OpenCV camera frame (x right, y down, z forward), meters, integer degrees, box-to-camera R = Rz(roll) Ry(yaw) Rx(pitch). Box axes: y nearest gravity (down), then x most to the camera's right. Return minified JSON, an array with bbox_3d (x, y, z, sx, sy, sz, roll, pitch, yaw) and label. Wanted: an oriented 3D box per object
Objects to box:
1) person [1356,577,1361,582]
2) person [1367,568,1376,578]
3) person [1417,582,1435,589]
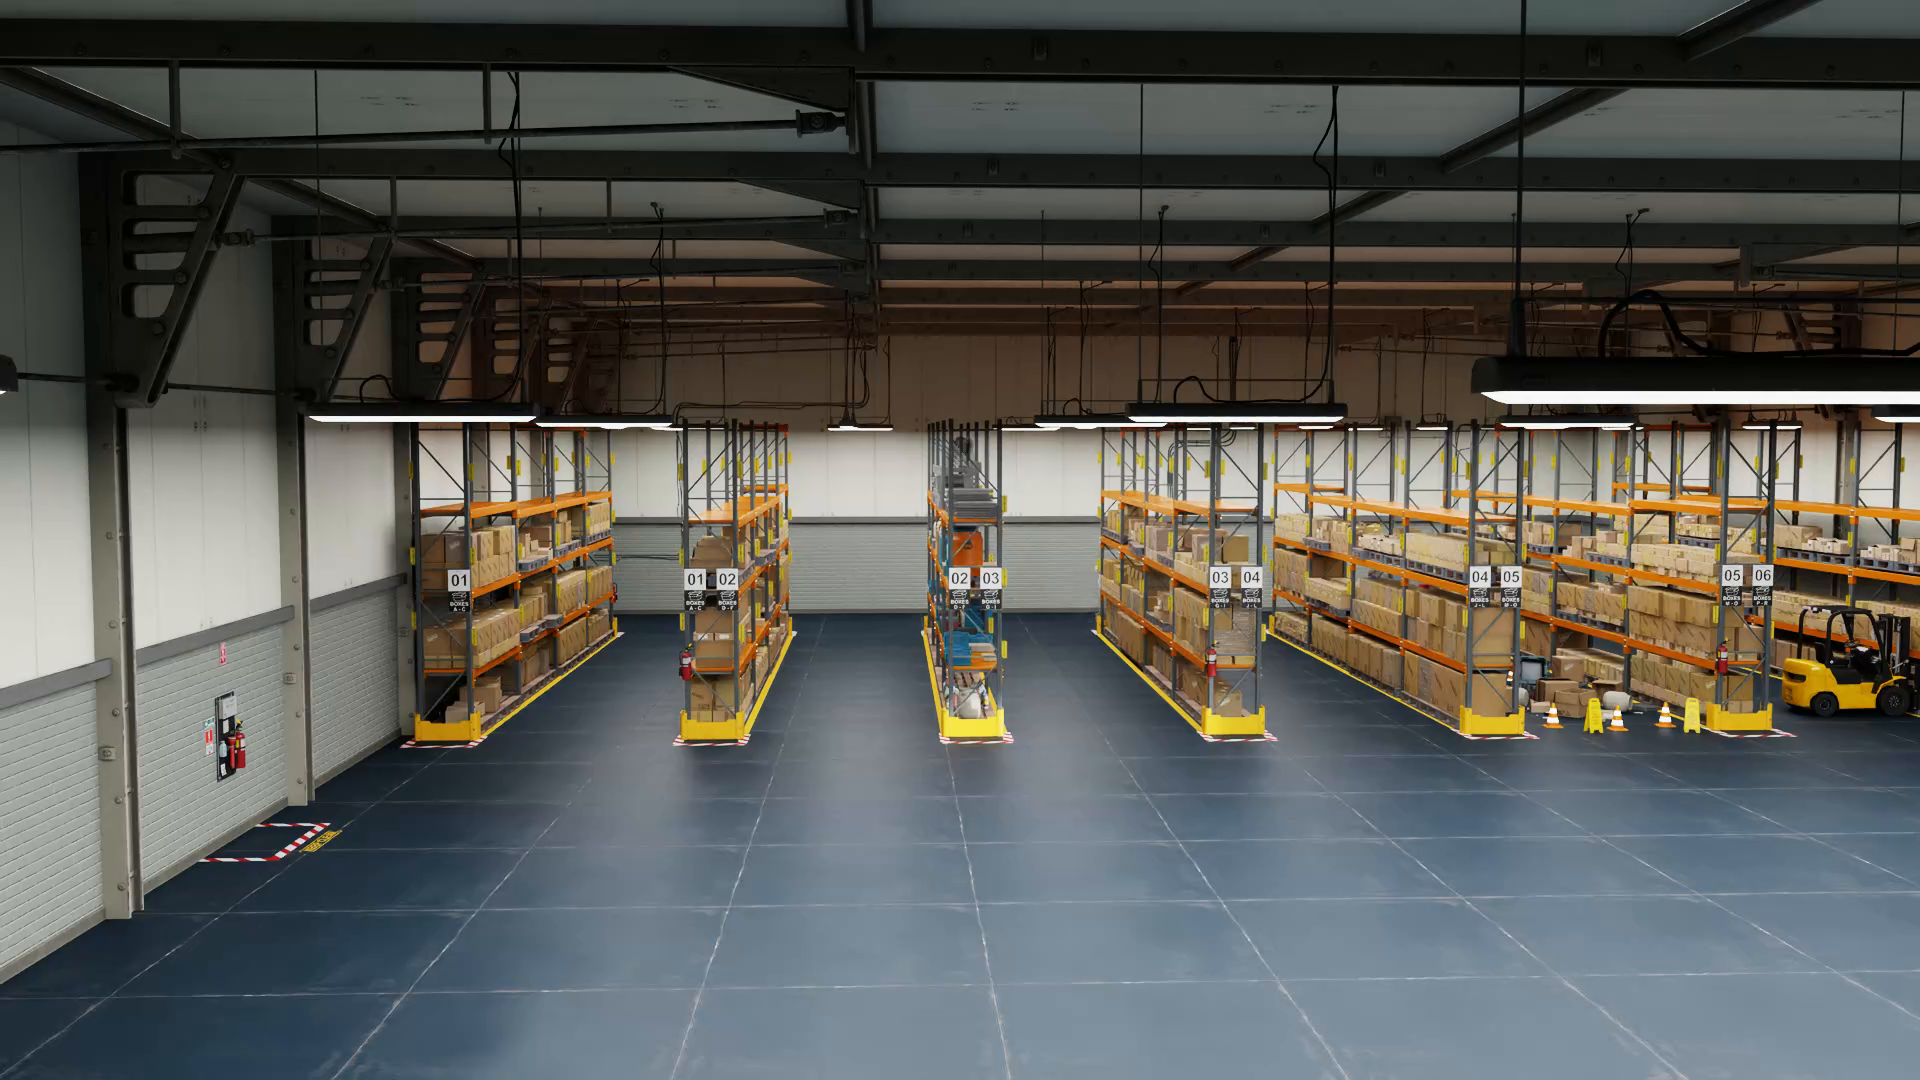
[{"bbox_3d":[11.091,1.891,46.222,0.683,1.715,0.700,-1,4,-8],"label":"person"},{"bbox_3d":[12.406,1.678,50.193,0.789,1.708,0.552,-2,4,-22],"label":"person"},{"bbox_3d":[13.672,1.730,49.248,0.731,1.742,0.678,0,4,2],"label":"person"}]
